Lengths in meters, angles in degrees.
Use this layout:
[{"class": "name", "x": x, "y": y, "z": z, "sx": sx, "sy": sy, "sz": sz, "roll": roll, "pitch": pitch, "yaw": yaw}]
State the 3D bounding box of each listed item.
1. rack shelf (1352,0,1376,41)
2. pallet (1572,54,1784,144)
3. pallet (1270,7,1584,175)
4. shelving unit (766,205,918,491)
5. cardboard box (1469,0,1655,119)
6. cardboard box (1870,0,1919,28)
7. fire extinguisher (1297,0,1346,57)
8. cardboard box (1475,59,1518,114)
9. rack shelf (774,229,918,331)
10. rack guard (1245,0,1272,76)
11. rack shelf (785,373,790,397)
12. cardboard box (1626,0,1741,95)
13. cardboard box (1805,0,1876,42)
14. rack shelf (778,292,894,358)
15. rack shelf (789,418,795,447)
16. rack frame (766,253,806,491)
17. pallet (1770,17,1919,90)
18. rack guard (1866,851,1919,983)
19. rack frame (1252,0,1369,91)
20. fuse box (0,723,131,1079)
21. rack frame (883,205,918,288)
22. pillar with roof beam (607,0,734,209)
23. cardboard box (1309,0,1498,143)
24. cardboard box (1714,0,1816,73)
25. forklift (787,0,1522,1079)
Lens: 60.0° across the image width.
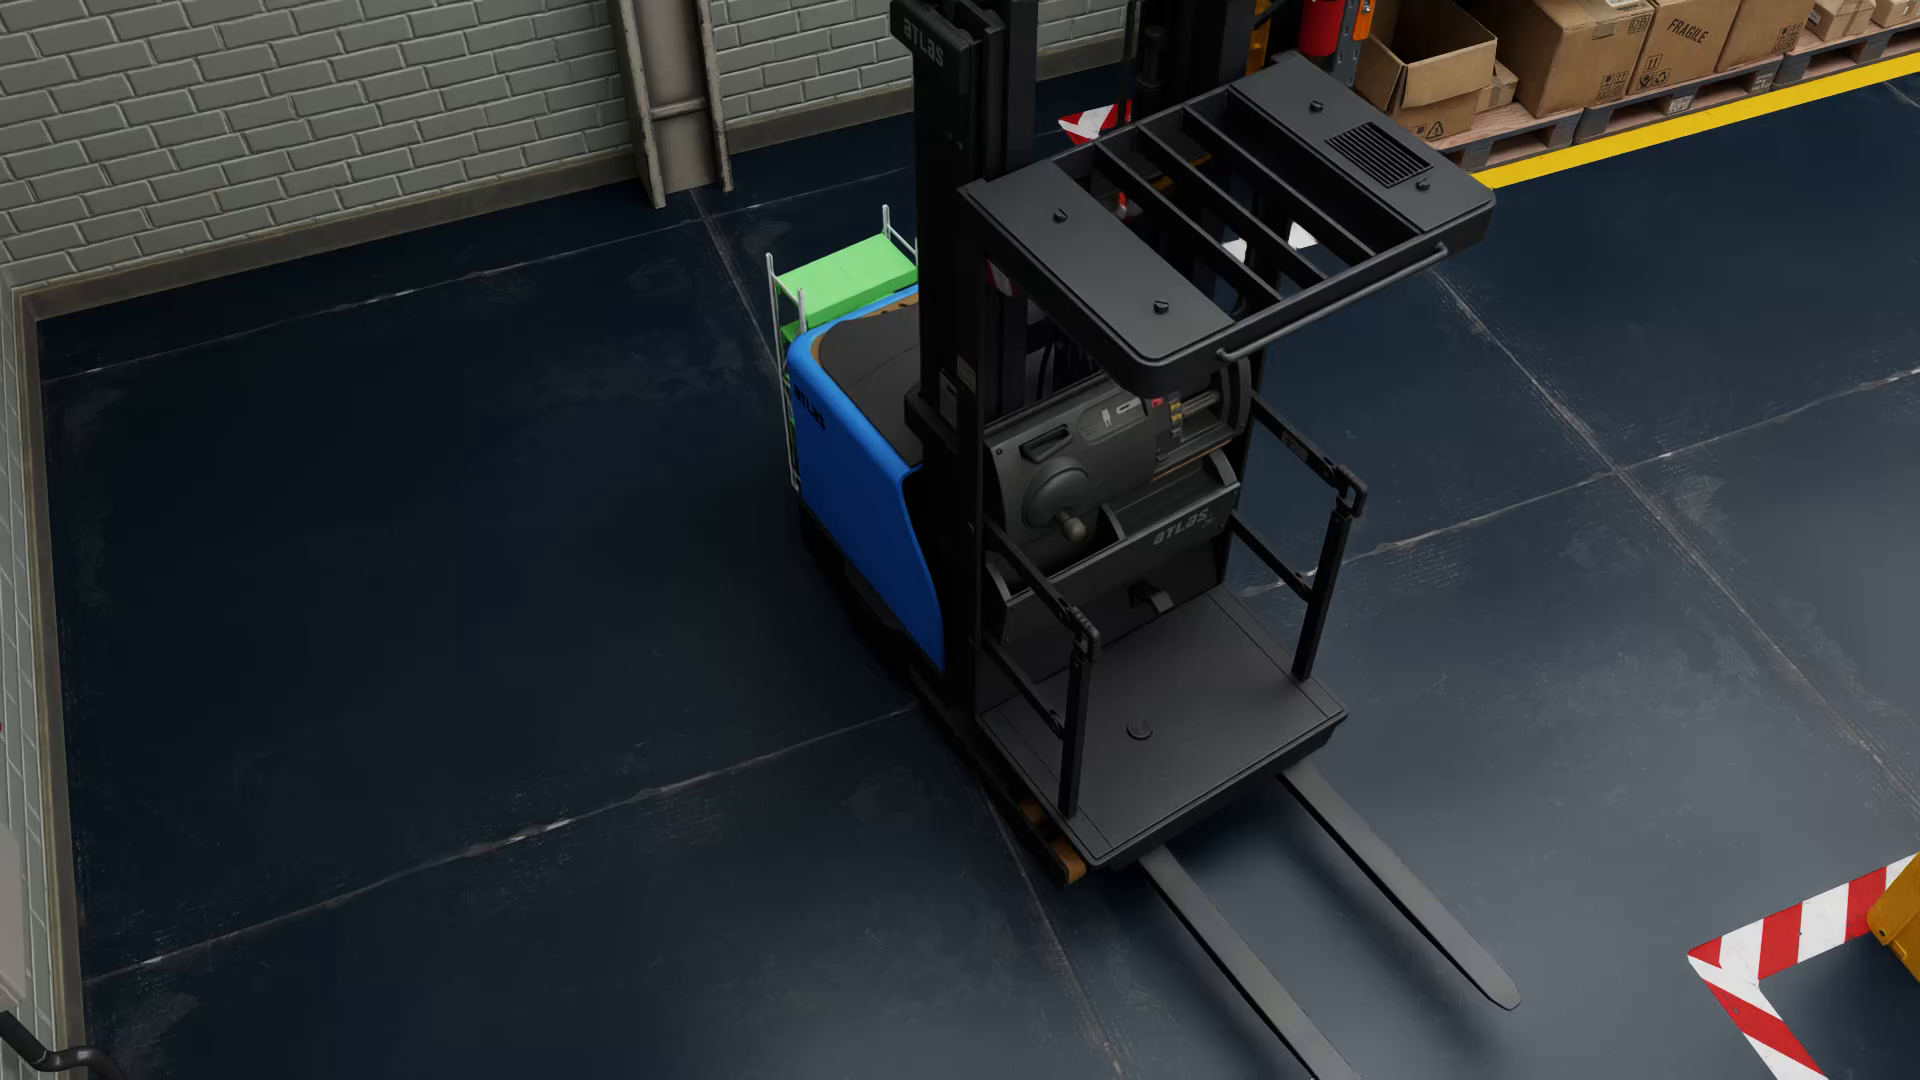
[{"class": "rack shelf", "x": 3.353, "y": -3.205, "z": 7.840, "sx": 4.000, "sy": 0.370, "sz": 1.077, "roll": -17, "pitch": 52, "yaw": -14}, {"class": "pallet", "x": 3.438, "y": -2.555, "z": 8.646, "sx": 1.213, "sy": 0.211, "sz": 1.003, "roll": -17, "pitch": 52, "yaw": -14}, {"class": "pallet", "x": 2.310, "y": -2.208, "z": 8.348, "sx": 1.213, "sy": 0.211, "sz": 1.003, "roll": -17, "pitch": 52, "yaw": -14}, {"class": "shelving unit", "x": -0.412, "y": -0.650, "z": 6.358, "sx": 0.503, "sy": 1.200, "sz": 0.258, "roll": -27, "pitch": 55, "yaw": -21}, {"class": "cardboard box", "x": 2.910, "y": -2.515, "z": 8.144, "sx": 0.500, "sy": 0.500, "sz": 0.700, "roll": -15, "pitch": 51, "yaw": -13}, {"class": "cardboard box", "x": 4.800, "y": -2.855, "z": 8.667, "sx": 0.250, "sy": 0.149, "sz": 0.380, "roll": -19, "pitch": 52, "yaw": -15}, {"class": "fire extinguisher", "x": 1.540, "y": -2.352, "z": 6.930, "sx": 0.183, "sy": 0.674, "sz": 0.296, "roll": -17, "pitch": 52, "yaw": -14}, {"class": "cardboard box", "x": 2.512, "y": -2.277, "z": 8.171, "sx": 0.250, "sy": 0.149, "sz": 0.380, "roll": -19, "pitch": 52, "yaw": -16}, {"class": "rack shelf", "x": -0.412, "y": -0.921, "z": 6.042, "sx": 0.480, "sy": 0.148, "sz": 0.258, "roll": -27, "pitch": 55, "yaw": -21}, {"class": "rack guard", "x": 1.572, "y": -2.073, "z": 8.041, "sx": 0.348, "sy": 0.500, "sz": 1.175, "roll": -17, "pitch": 52, "yaw": -14}, {"class": "rack shelf", "x": -0.412, "y": -0.608, "z": 6.406, "sx": 0.480, "sy": 0.148, "sz": 0.258, "roll": -27, "pitch": 55, "yaw": -21}, {"class": "cardboard box", "x": 3.437, "y": -2.596, "z": 8.214, "sx": 0.500, "sy": 0.500, "sz": 0.500, "roll": -16, "pitch": 51, "yaw": -14}, {"class": "cardboard box", "x": 4.470, "y": -2.790, "z": 8.535, "sx": 0.258, "sy": 0.266, "sz": 0.396, "roll": -16, "pitch": 51, "yaw": -13}, {"class": "rack shelf", "x": -0.412, "y": -0.765, "z": 6.224, "sx": 0.480, "sy": 0.148, "sz": 0.258, "roll": -27, "pitch": 55, "yaw": -21}, {"class": "rack shelf", "x": -0.412, "y": -0.452, "z": 6.589, "sx": 0.480, "sy": 0.148, "sz": 0.258, "roll": -27, "pitch": 55, "yaw": -21}, {"class": "rack frame", "x": -0.614, "y": -0.547, "z": 6.269, "sx": 0.015, "sy": 1.200, "sz": 0.240, "roll": -27, "pitch": 55, "yaw": -21}, {"class": "pallet", "x": 4.569, "y": -2.908, "z": 8.949, "sx": 1.213, "sy": 0.211, "sz": 1.003, "roll": -17, "pitch": 52, "yaw": -14}, {"class": "rack guard", "x": 3.360, "y": 1.441, "z": 5.024, "sx": 0.348, "sy": 0.500, "sz": 1.175, "roll": -17, "pitch": 52, "yaw": -14}, {"class": "rack frame", "x": 1.502, "y": -2.865, "z": 7.074, "sx": 0.127, "sy": 3.000, "sz": 1.000, "roll": -17, "pitch": 52, "yaw": -14}, {"class": "fuse box", "x": -2.488, "y": 1.156, "z": 4.470, "sx": 0.414, "sy": 1.711, "sz": 0.539, "roll": -17, "pitch": 52, "yaw": -14}, {"class": "rack frame", "x": -0.209, "y": -0.753, "z": 6.447, "sx": 0.015, "sy": 1.200, "sz": 0.240, "roll": -27, "pitch": 55, "yaw": -21}, {"class": "pillar with roof beam", "x": 0.293, "y": -1.656, "z": 2.081, "sx": 0.400, "sy": 9.000, "sz": 9.100, "roll": -17, "pitch": 52, "yaw": -14}, {"class": "cardboard box", "x": 2.104, "y": -2.298, "z": 7.956, "sx": 0.637, "sy": 0.503, "sz": 0.797, "roll": -19, "pitch": 52, "yaw": -16}, {"class": "cardboard box", "x": 3.871, "y": -2.812, "z": 8.400, "sx": 0.500, "sy": 0.500, "sz": 0.700, "roll": -19, "pitch": 52, "yaw": -16}, {"class": "forklift", "x": 0.611, "y": -0.218, "z": 4.846, "sx": 1.130, "sy": 2.935, "sz": 3.031, "roll": -27, "pitch": 54, "yaw": -21}]
